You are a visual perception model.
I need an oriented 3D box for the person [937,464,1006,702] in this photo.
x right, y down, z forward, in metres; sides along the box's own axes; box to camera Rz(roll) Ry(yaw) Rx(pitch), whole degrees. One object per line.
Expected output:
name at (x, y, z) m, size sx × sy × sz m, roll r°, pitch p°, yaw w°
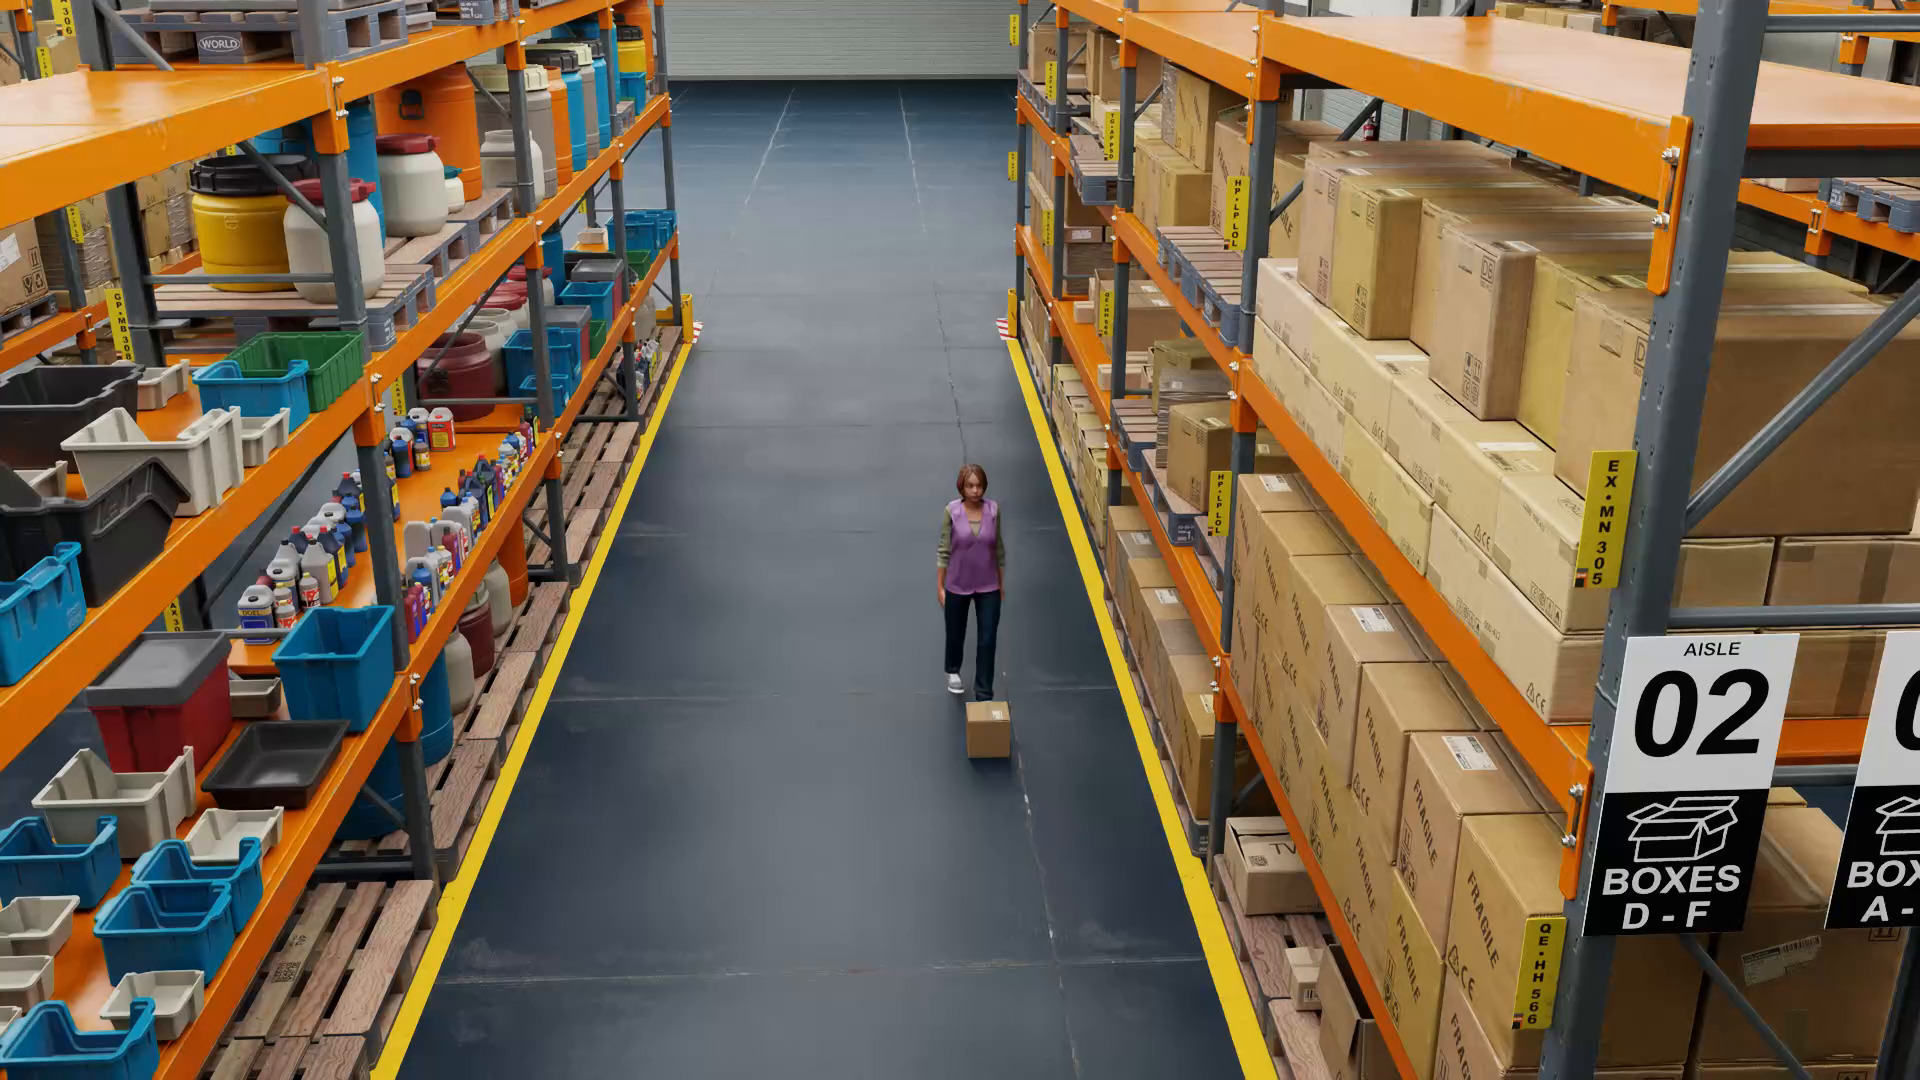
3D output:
person at (0.073, 0.297, 10.278) m, size 0.430 × 1.582 × 0.671 m, roll -2°, pitch 21°, yaw -6°
